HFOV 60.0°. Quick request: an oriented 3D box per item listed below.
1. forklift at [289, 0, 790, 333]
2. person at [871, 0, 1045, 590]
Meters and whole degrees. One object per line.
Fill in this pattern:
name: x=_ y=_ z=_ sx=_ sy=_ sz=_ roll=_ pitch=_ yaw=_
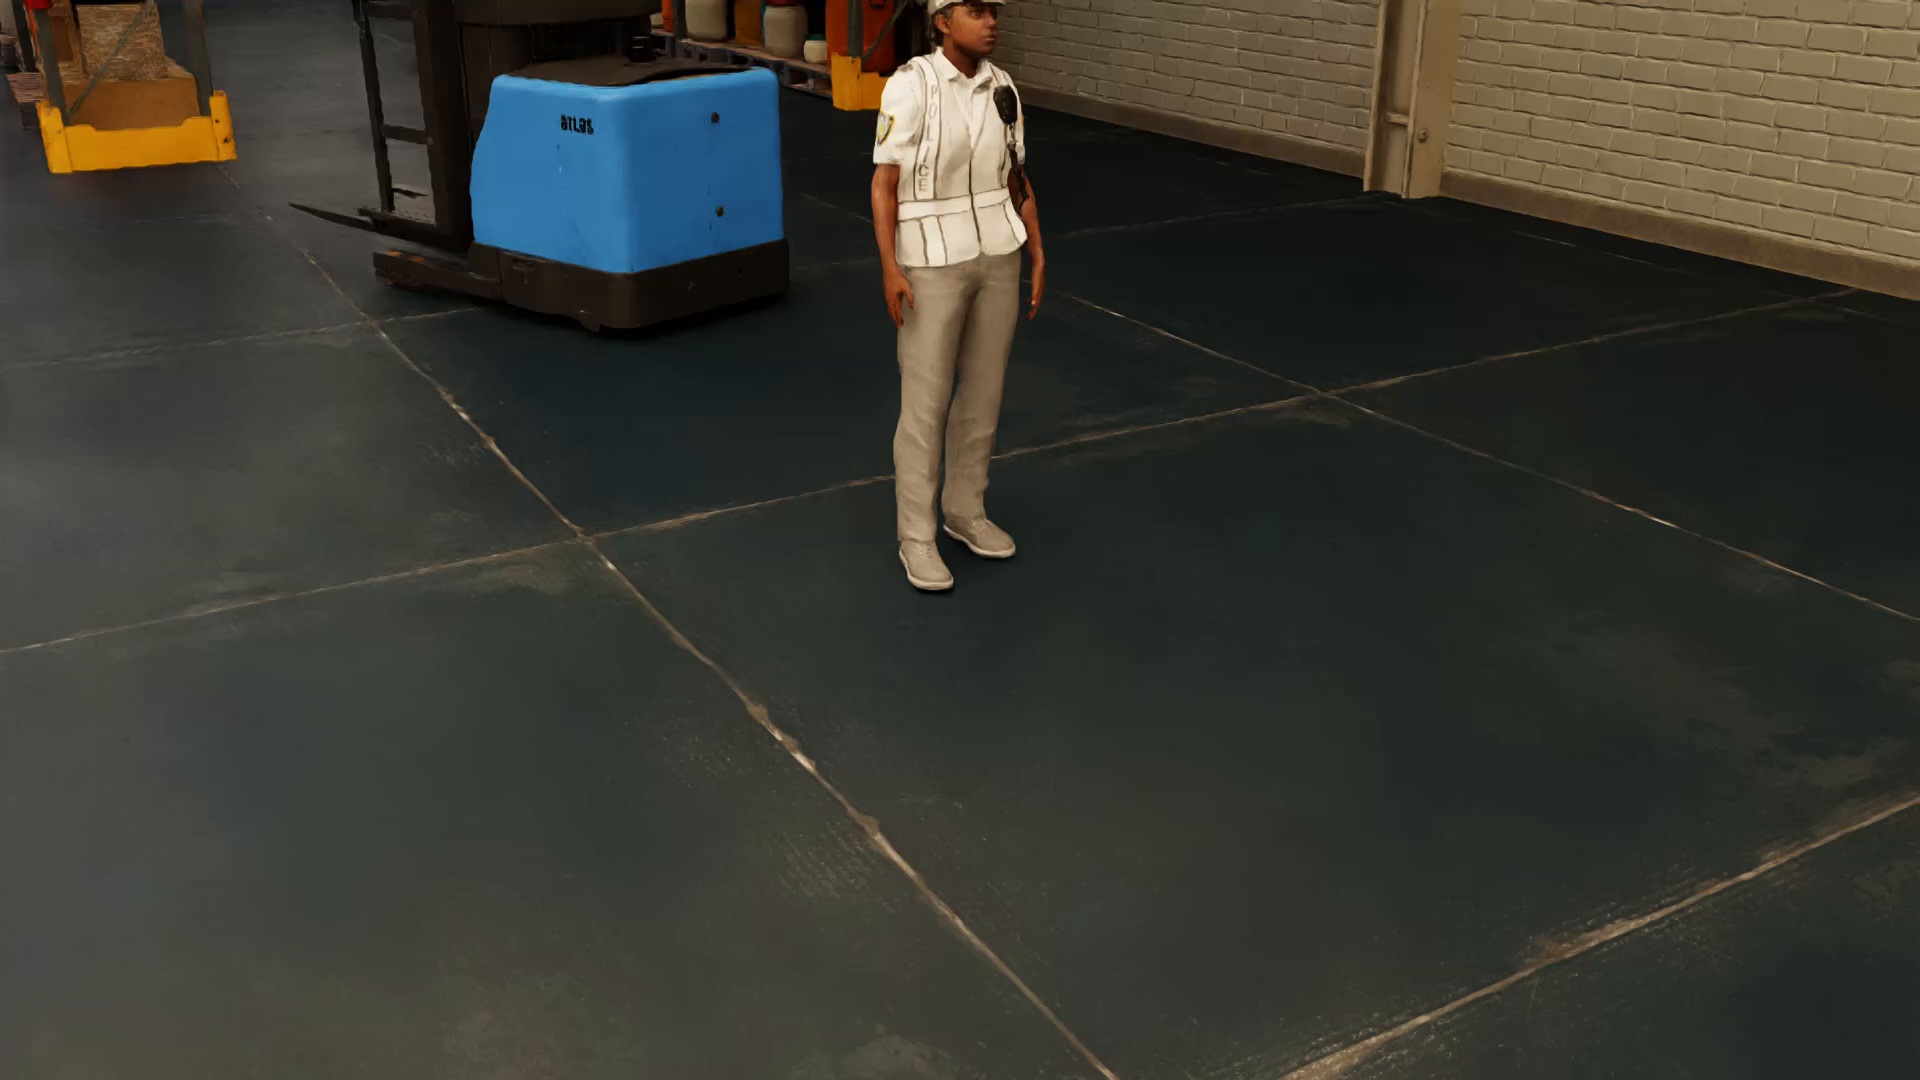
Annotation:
forklift: x=-2.258 y=-2.704 z=7.864 sx=3.031 sy=2.935 sz=1.130 roll=18 pitch=28 yaw=36
person: x=0.021 y=-0.763 z=4.741 sx=0.570 sy=1.695 sz=0.529 roll=-12 pitch=25 yaw=-28
